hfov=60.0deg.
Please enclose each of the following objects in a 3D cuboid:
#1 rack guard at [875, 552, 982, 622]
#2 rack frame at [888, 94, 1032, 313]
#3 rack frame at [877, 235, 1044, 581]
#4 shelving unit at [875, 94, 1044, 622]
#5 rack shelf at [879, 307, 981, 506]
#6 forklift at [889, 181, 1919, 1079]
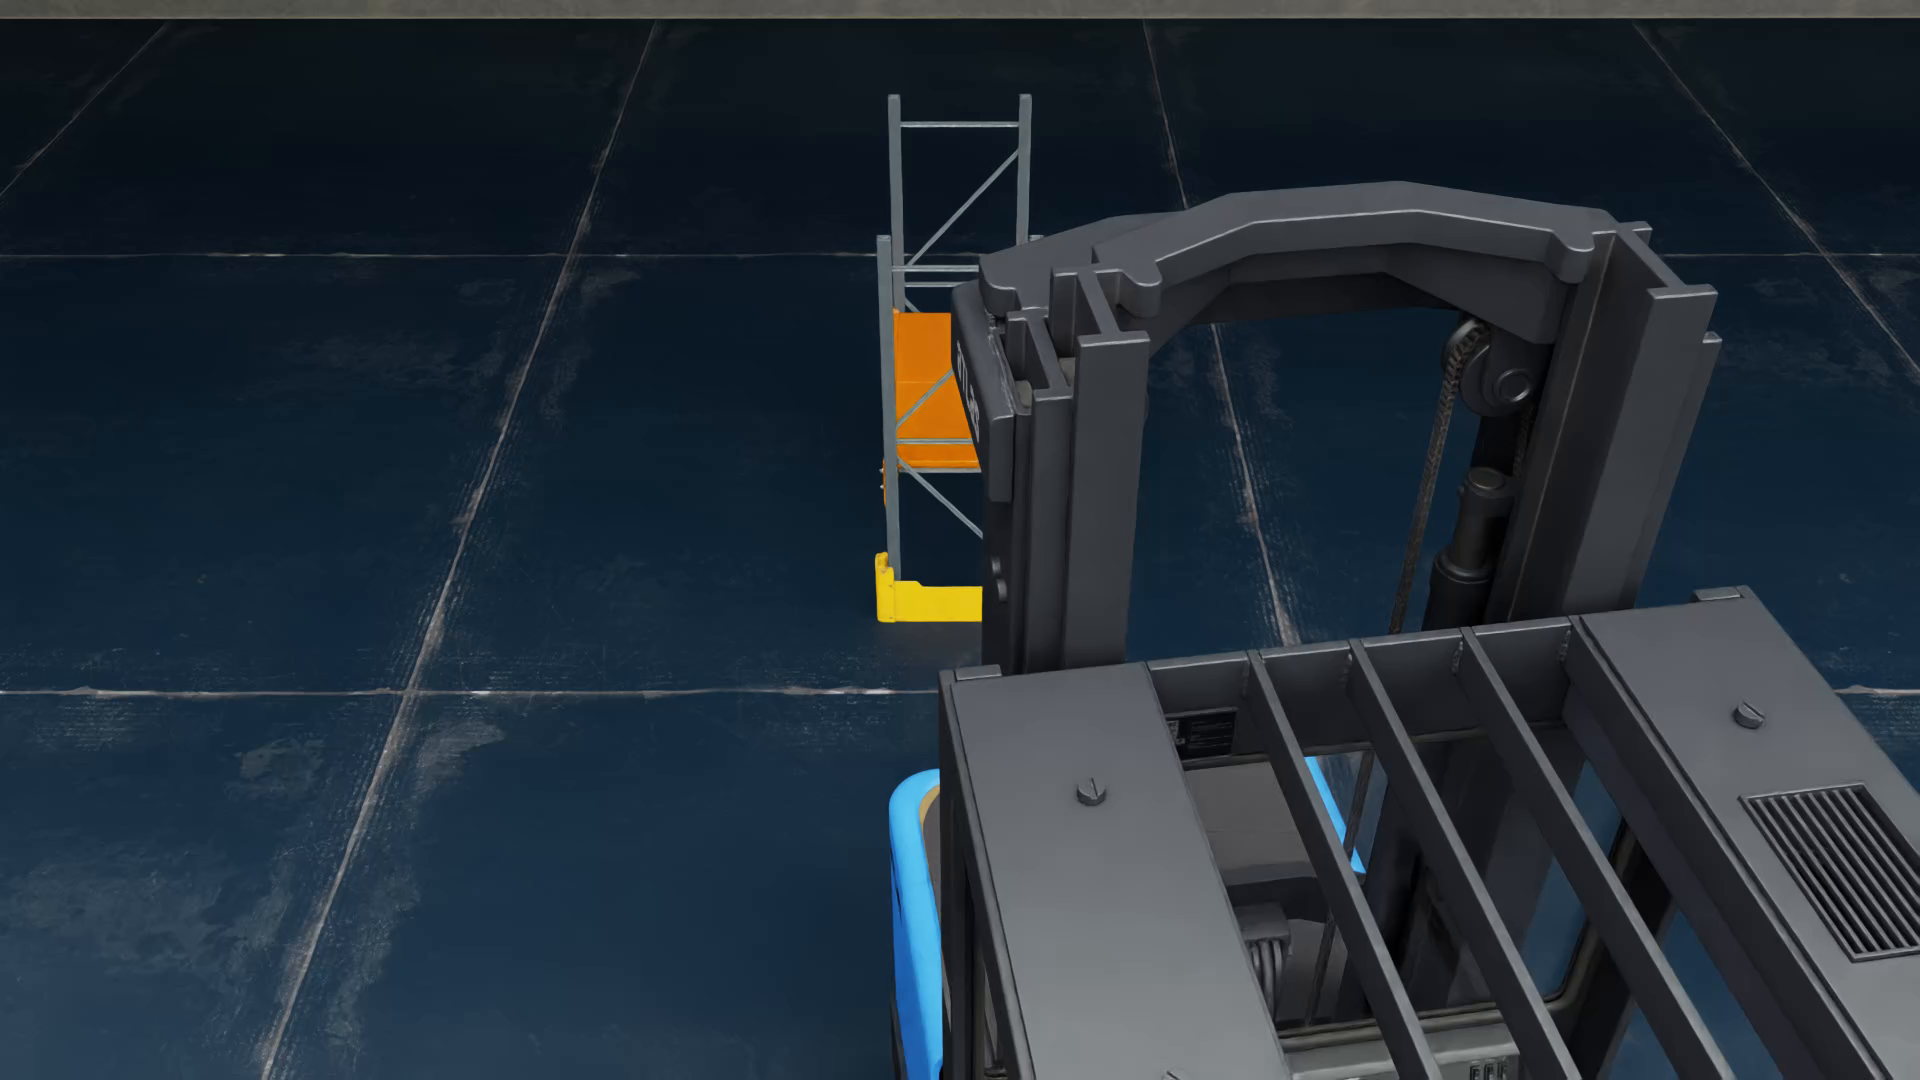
[{"bbox_3d":[0.000,0.166,5.843,0.587,0.250,0.087,0,39,0],"label":"rack guard"},{"bbox_3d":[-0.001,-0.956,6.244,0.500,1.500,0.032,0,39,0],"label":"rack frame"},{"bbox_3d":[0.000,-0.321,5.451,0.500,1.500,0.032,0,39,0],"label":"rack frame"},{"bbox_3d":[0.000,-0.633,5.840,0.587,1.500,1.083,0,39,0],"label":"shelving unit"},{"bbox_3d":[0.000,-0.498,5.960,0.538,0.185,1.000,0,39,0],"label":"rack shelf"},{"bbox_3d":[0.554,1.100,2.534,1.130,2.935,3.031,-6,39,-7],"label":"forklift"}]
